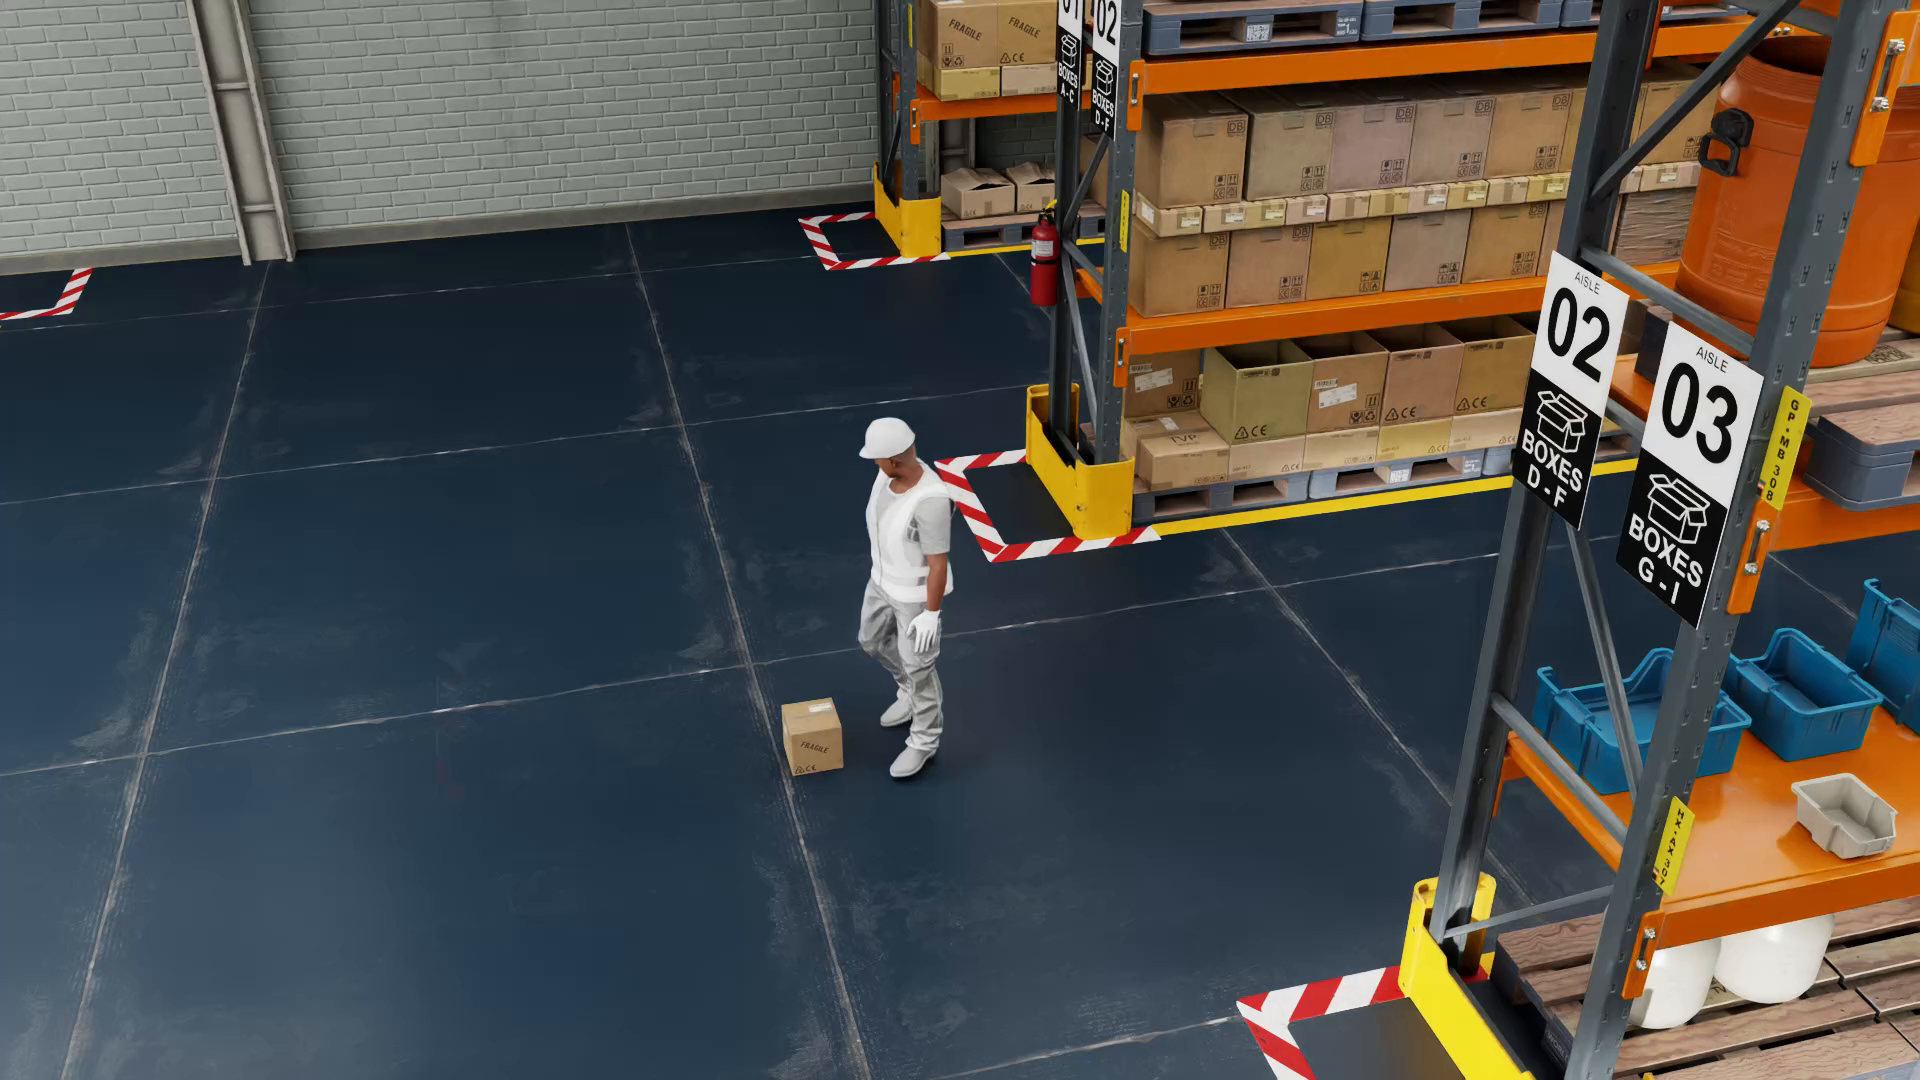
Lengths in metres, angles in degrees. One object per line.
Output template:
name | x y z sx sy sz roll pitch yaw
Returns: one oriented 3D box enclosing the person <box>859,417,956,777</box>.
person | -0.237 0.236 7.791 0.450 1.779 0.656 -17 34 -27
